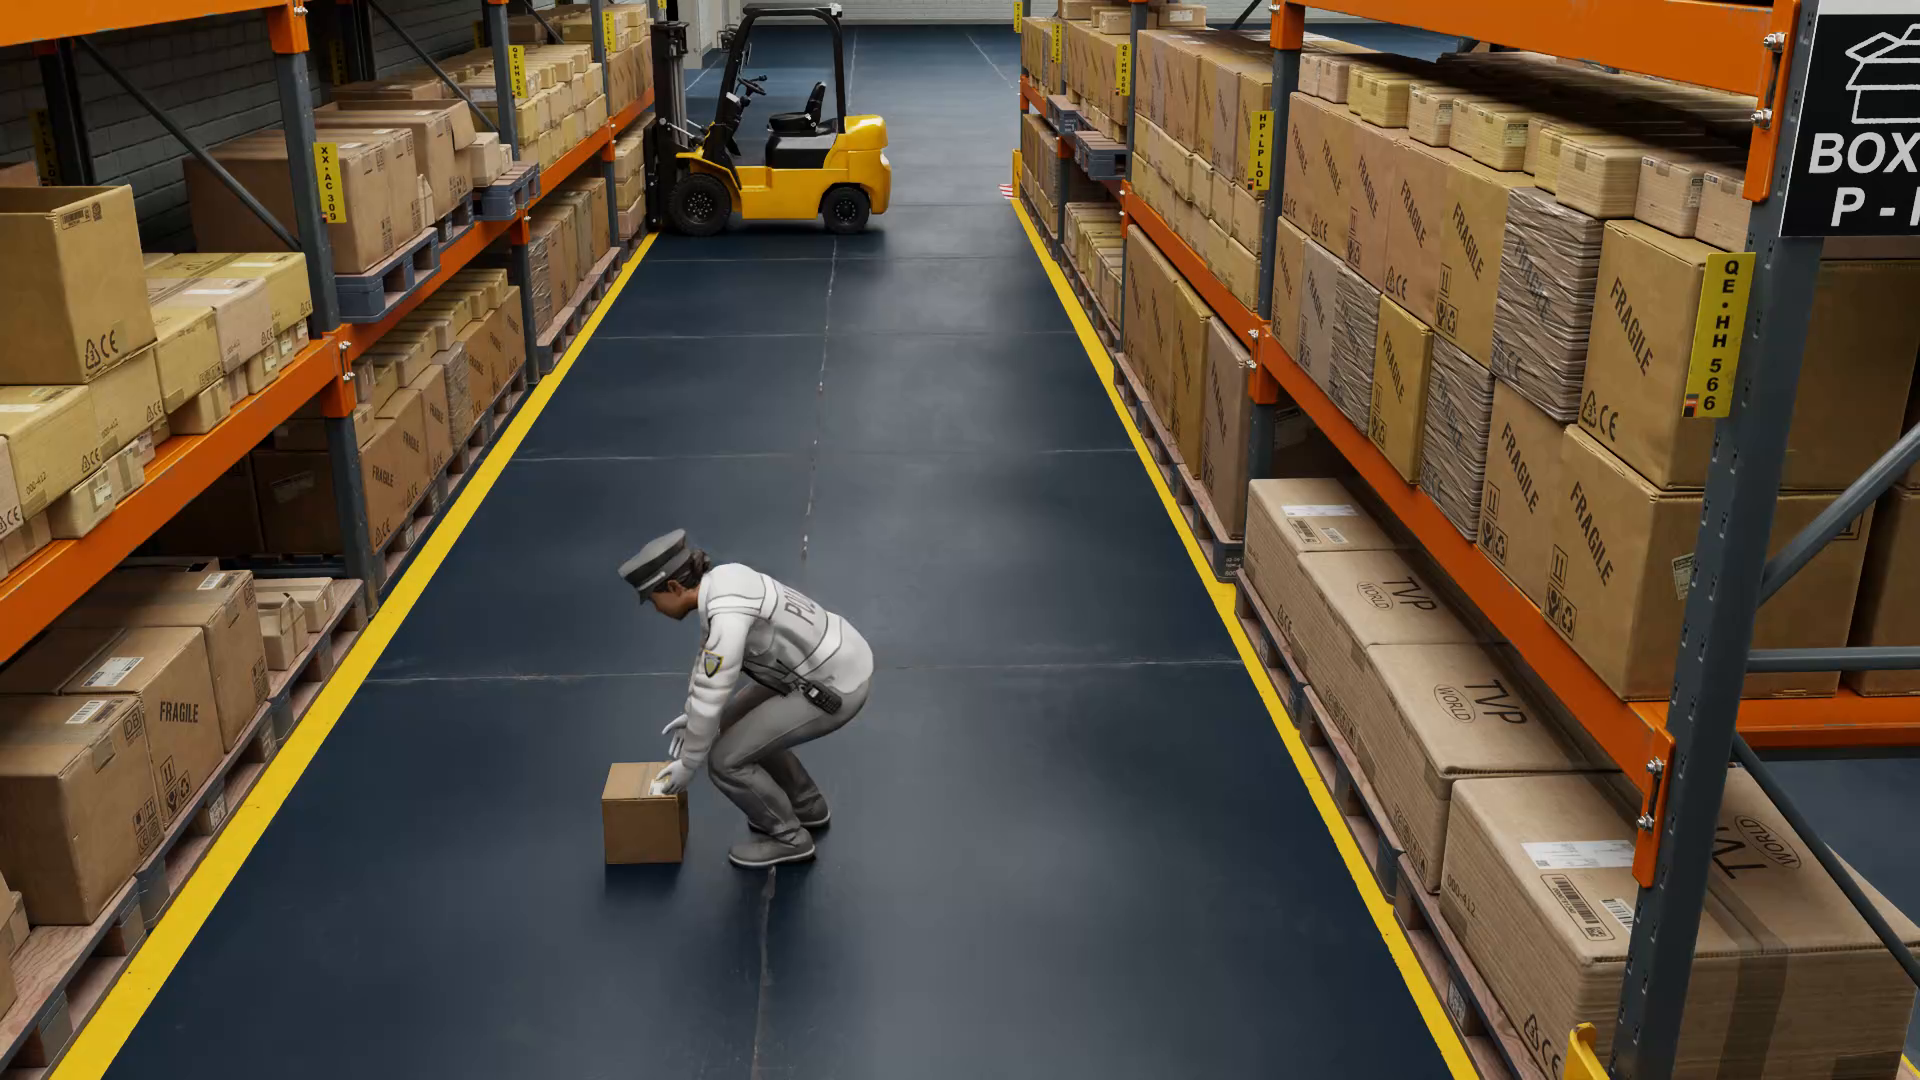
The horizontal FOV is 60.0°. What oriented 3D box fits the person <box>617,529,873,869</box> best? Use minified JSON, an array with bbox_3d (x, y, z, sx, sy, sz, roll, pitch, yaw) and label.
[{"bbox_3d":[-0.685,0.509,5.453,0.804,1.154,0.518,-1,21,-3],"label":"person"}]
